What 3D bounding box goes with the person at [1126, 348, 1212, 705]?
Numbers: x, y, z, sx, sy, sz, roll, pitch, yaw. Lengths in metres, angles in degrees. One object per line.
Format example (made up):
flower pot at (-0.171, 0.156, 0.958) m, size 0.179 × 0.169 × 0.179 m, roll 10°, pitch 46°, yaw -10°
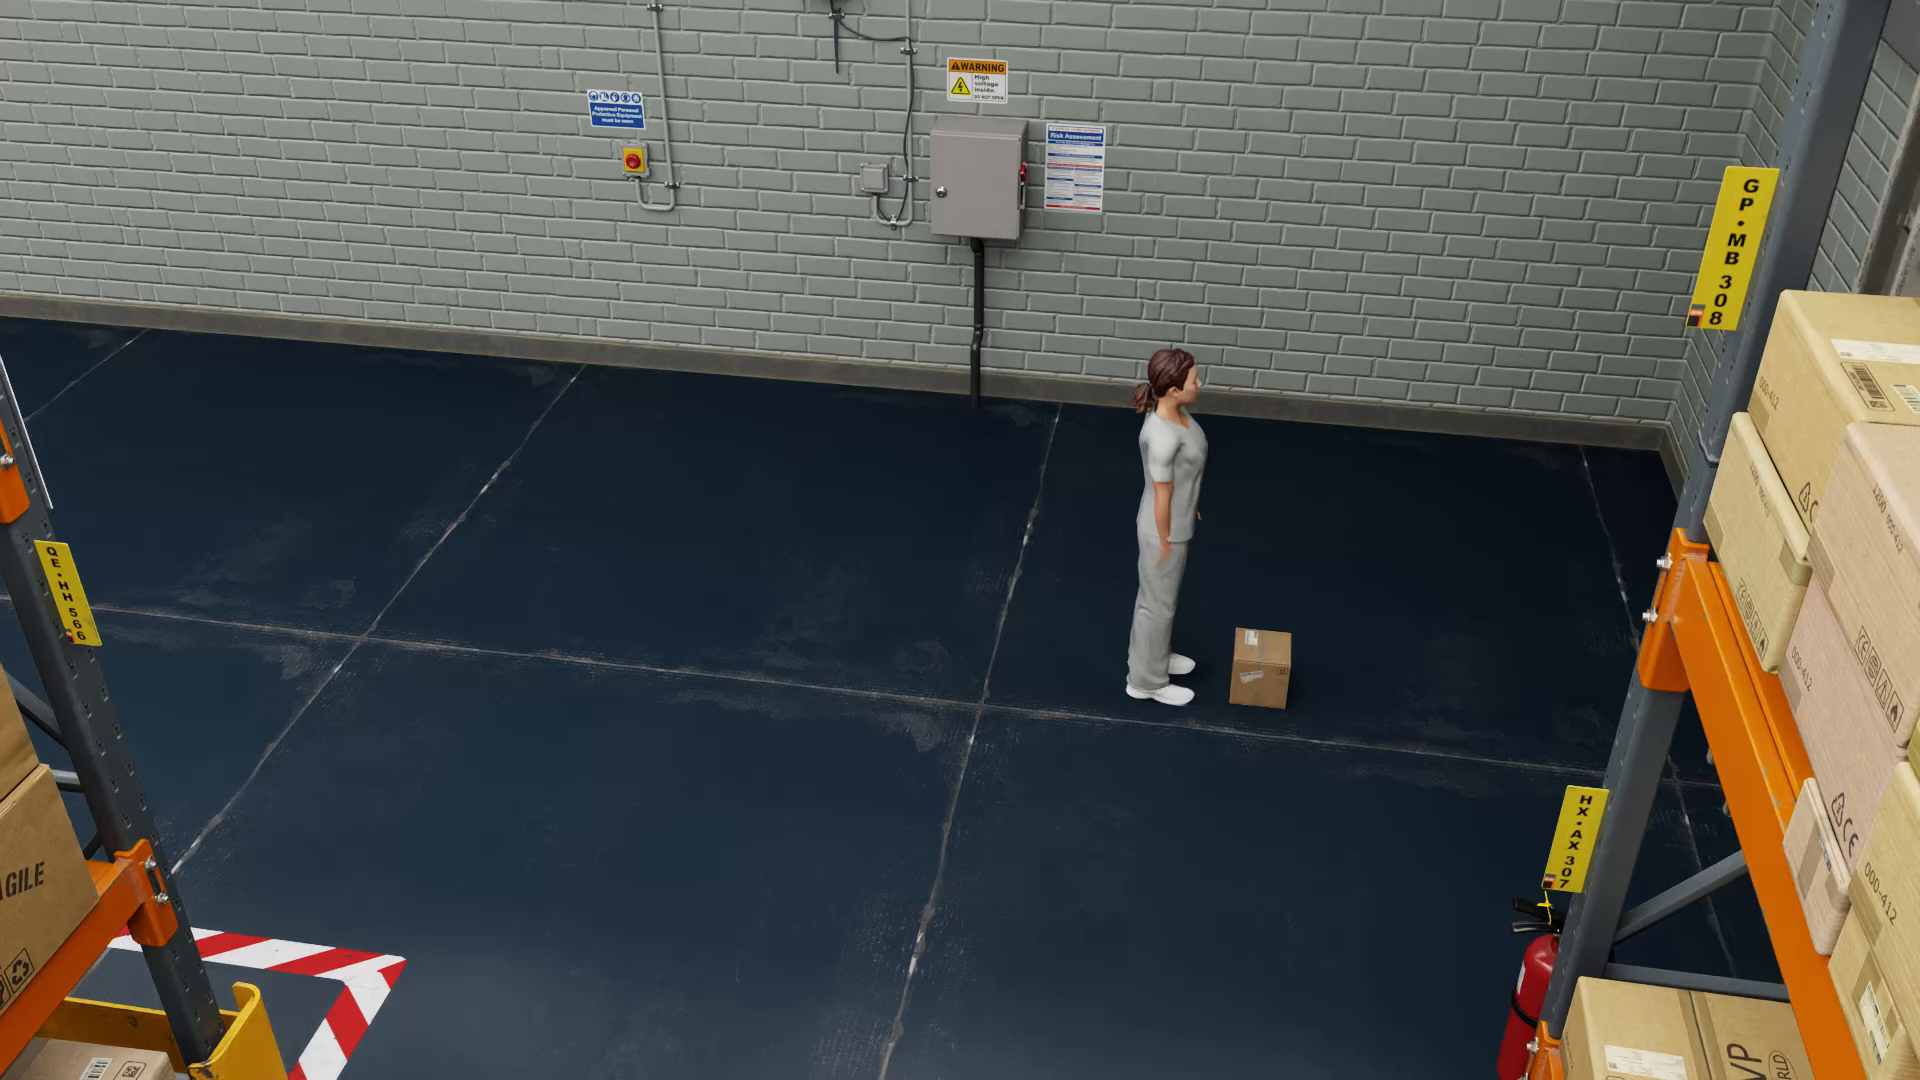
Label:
person at (0.907, -0.056, 7.247) m, size 0.367 × 1.660 × 0.440 m, roll 6°, pitch 33°, yaw 9°
